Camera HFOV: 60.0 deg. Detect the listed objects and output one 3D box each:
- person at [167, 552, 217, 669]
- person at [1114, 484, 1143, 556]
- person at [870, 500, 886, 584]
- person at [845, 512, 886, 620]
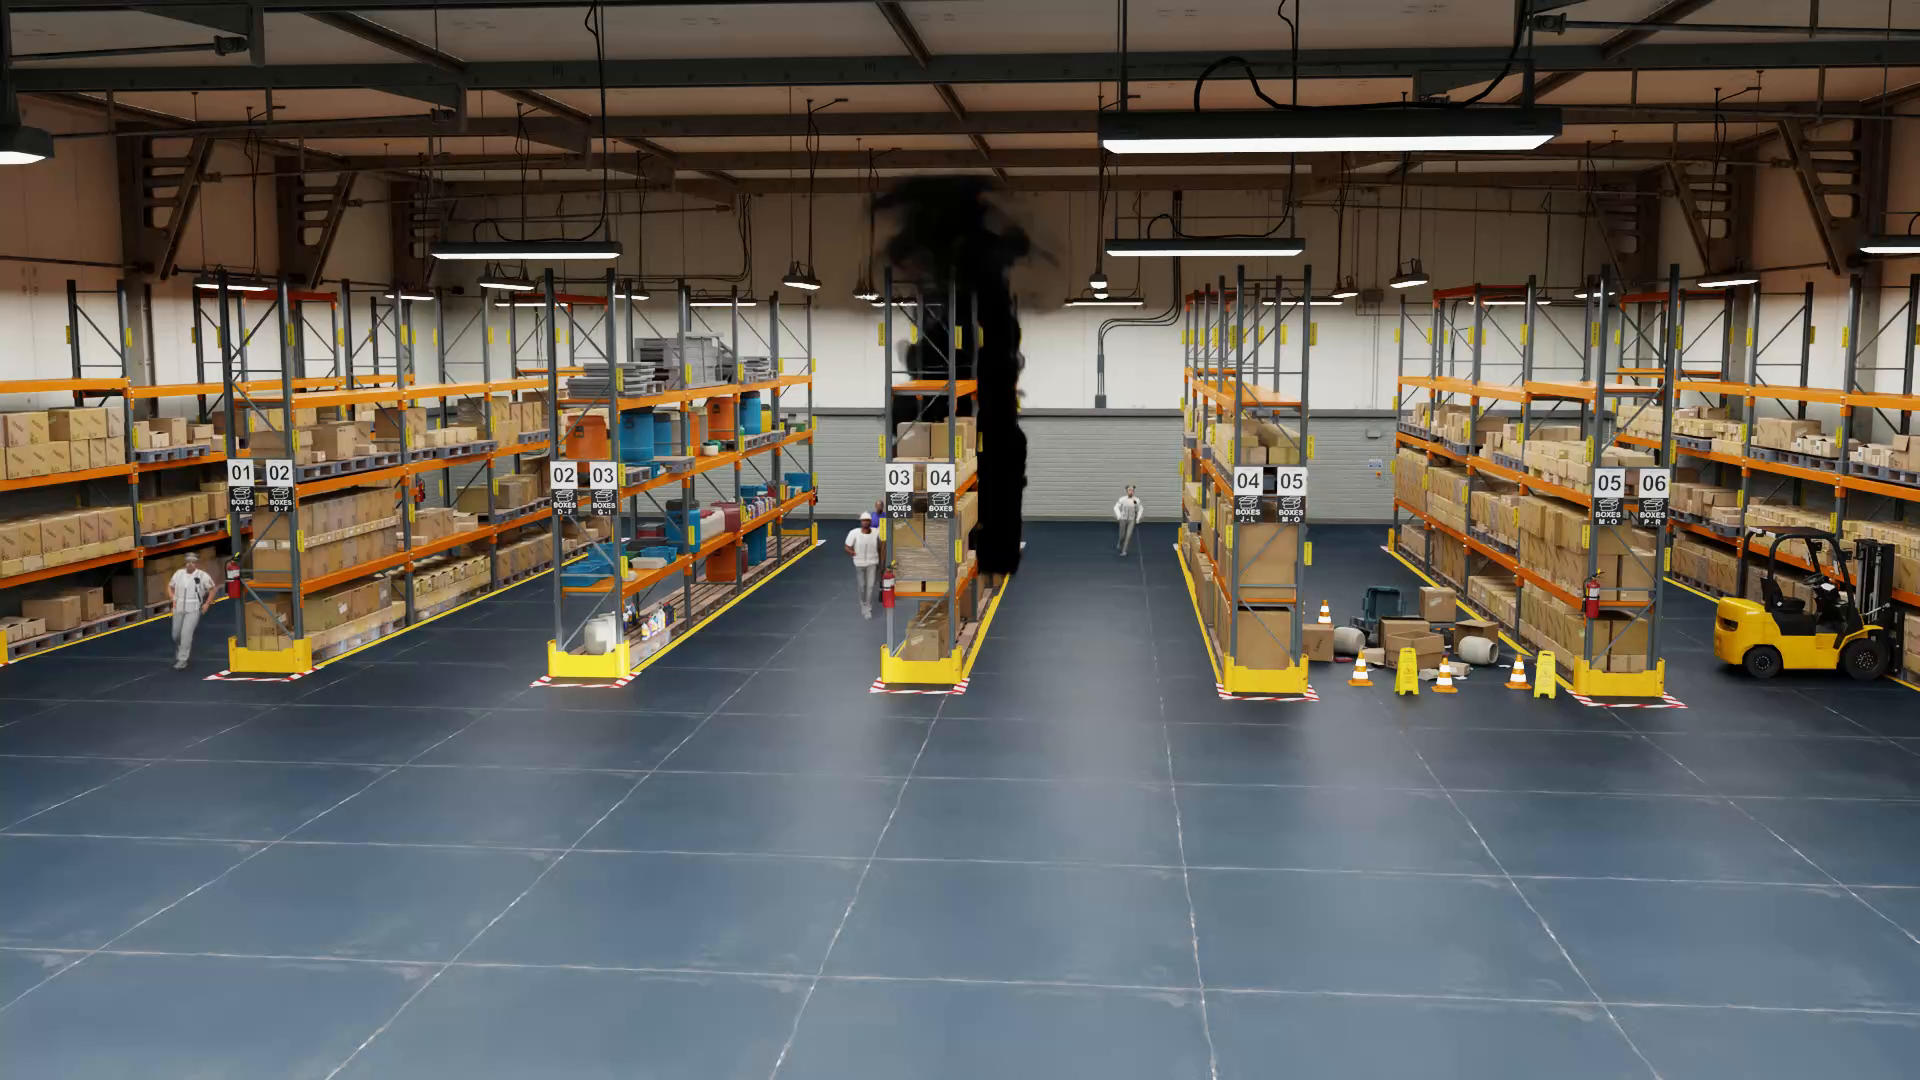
[{"bbox_3d":[-11.778,1.046,25.484,0.717,1.748,0.797,-1,7,-9],"label":"person"},{"bbox_3d":[3.902,-0.471,38.409,0.674,1.646,0.693,0,7,2],"label":"person"},{"bbox_3d":[-1.563,0.050,31.898,0.559,1.608,0.579,0,7,-1],"label":"person"},{"bbox_3d":[-1.597,0.433,28.042,0.693,1.808,0.925,0,7,-1],"label":"person"}]
